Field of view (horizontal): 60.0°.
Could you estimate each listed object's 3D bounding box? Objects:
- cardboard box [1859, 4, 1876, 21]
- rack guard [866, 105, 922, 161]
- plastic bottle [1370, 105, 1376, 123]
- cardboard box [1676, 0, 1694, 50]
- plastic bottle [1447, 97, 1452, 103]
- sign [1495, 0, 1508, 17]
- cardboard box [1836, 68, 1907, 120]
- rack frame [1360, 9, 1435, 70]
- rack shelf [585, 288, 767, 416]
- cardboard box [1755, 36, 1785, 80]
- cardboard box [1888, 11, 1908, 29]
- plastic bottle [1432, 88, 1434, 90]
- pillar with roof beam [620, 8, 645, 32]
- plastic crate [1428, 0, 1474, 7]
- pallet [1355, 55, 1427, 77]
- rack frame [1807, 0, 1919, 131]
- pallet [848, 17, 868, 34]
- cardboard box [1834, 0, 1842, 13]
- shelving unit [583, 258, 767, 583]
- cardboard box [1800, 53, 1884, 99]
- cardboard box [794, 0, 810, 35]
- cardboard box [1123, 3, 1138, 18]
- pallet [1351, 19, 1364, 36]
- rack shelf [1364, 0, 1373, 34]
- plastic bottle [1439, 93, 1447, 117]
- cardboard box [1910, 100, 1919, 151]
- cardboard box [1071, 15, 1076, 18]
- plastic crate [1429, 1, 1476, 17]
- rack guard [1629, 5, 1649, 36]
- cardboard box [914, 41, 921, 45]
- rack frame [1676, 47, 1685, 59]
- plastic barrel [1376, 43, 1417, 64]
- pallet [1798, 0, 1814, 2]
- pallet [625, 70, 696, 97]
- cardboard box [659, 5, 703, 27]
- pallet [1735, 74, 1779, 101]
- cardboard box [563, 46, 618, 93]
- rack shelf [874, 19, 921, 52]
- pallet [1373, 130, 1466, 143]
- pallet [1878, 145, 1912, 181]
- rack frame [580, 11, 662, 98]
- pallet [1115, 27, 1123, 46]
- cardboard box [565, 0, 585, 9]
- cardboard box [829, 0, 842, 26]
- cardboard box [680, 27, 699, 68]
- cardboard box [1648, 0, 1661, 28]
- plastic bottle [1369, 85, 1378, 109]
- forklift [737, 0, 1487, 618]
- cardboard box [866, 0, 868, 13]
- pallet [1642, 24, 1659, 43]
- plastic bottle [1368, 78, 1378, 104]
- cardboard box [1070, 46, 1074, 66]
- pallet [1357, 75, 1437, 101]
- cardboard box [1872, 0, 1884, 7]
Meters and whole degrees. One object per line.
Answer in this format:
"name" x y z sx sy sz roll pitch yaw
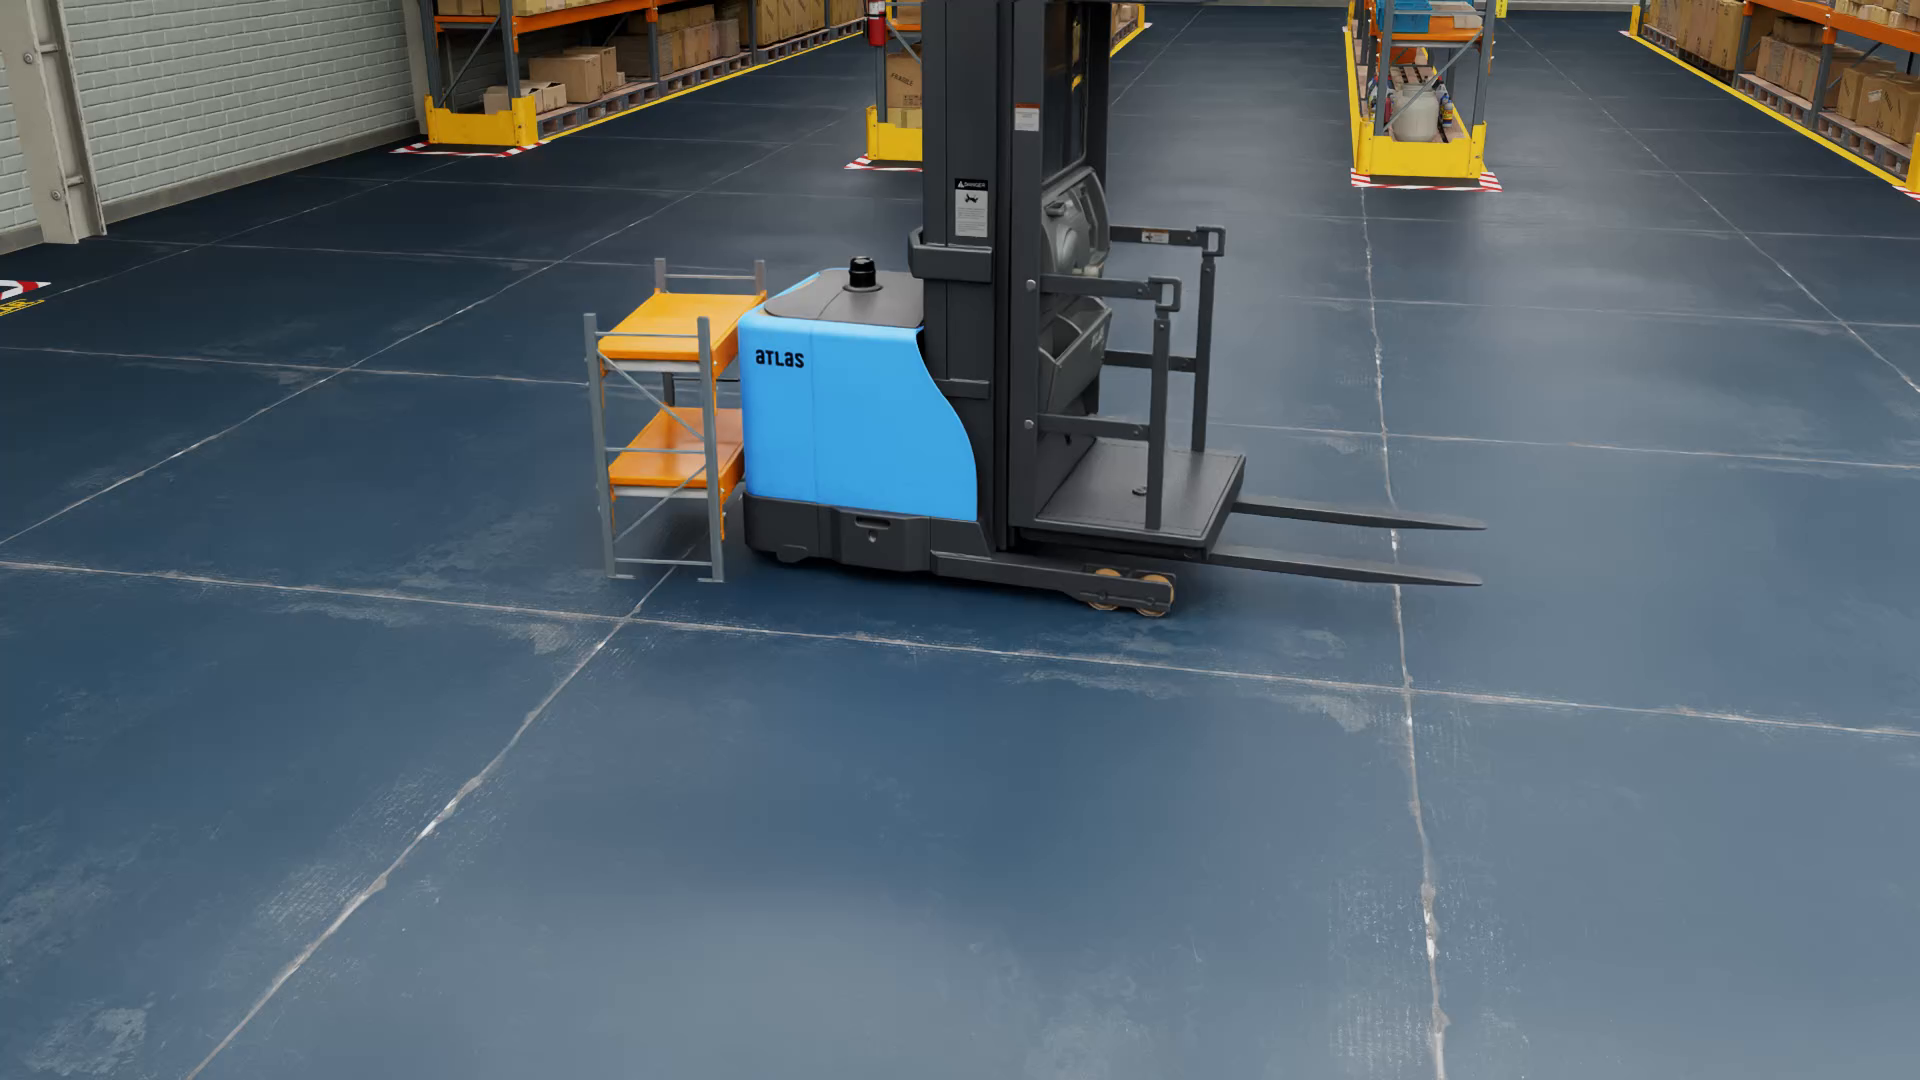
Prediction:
"cardboard box" 9.603 -5.488 17.302 0.380 0.149 0.250 4 22 11
"rack guard" -0.356 -4.150 16.989 1.175 0.500 0.348 4 22 11
"plastic bottle" 4.442 -4.551 17.795 0.097 0.201 0.097 0 22 0
"cardboard box" 11.683 -7.924 25.296 1.225 0.875 0.875 5 22 11
"plastic bottle" 5.236 -4.604 17.818 0.061 0.283 0.133 5 22 12
"sign" 5.035 -5.024 15.444 0.100 0.325 0.005 4 22 11
"cardboard box" 10.041 -4.917 18.331 0.500 0.500 0.500 4 22 9
"rack frame" 6.129 -7.865 22.868 1.000 3.000 0.127 4 22 11
"rack shelf" -1.178 -0.819 7.097 0.538 0.278 1.000 2 22 6
"cardboard box" 10.861 -6.286 21.703 0.700 0.500 0.500 3 22 8
"cardboard box" 9.405 -5.122 16.393 0.380 0.149 0.250 4 22 11
"plastic bottle" 5.253 -4.899 18.550 0.061 0.283 0.133 4 22 11
"pillar with roof beam" -0.467 -10.666 21.791 9.100 9.000 0.400 4 22 11
"plastic crate" 5.353 -5.908 18.207 0.499 0.251 0.616 4 22 11
"pallet" 6.249 -6.863 24.113 1.003 0.211 1.213 4 22 11
"rack frame" 10.162 -6.025 18.298 1.000 3.000 0.127 4 22 11
"pallet" -2.275 -9.510 30.683 1.003 0.211 1.213 4 22 11
"cardboard box" 9.824 -5.853 18.207 0.380 0.149 0.250 4 22 11
"shelving unit" -1.178 -0.548 7.206 0.538 1.125 1.048 2 22 6
"cardboard box" 10.424 -5.465 19.666 0.700 0.500 0.500 4 22 11
"cardboard box" -2.937 -8.708 27.276 0.750 0.750 0.750 5 23 13
"cardboard box" 3.044 -9.997 30.918 0.500 0.500 0.500 4 22 11
"pallet" 7.555 -9.199 29.912 1.003 0.211 1.213 4 22 11
"rack shelf" 5.721 -6.800 21.186 1.077 0.370 4.000 4 22 11
"plastic bottle" 5.304 -4.753 18.204 0.097 0.271 0.097 0 22 0
"cardboard box" 9.578 -4.046 16.168 0.500 0.500 0.500 11 24 25
"cardboard box" 1.755 -7.626 25.029 0.500 0.500 0.500 4 22 9
"plastic crate" 5.230 -5.667 17.762 0.530 0.136 0.437 4 22 11
"rack guard" 12.615 -9.263 29.684 1.175 0.500 0.348 4 22 11
"cardboard box" -0.240 -5.354 18.747 0.500 0.500 0.500 4 22 11
"rack frame" 11.794 -8.951 25.563 1.000 3.000 0.127 4 22 11
"plastic barrel" 6.212 -7.234 23.642 0.600 0.830 0.708 4 22 11
"pallet" 10.614 -6.672 20.161 1.003 0.211 1.213 4 22 11
"pallet" -4.228 -6.149 22.339 1.003 0.211 1.213 4 22 11
"cardboard box" -3.943 -7.354 23.350 0.500 0.250 0.500 4 22 11
"pallet" 10.817 -5.909 21.742 1.003 0.211 1.213 4 22 11
"cardboard box" -4.558 -5.820 20.546 0.500 0.500 0.500 3 22 7
"rack shelf" 0.057 -5.716 18.495 1.077 0.370 4.000 4 22 11
"pallet" 4.637 -3.974 16.939 1.003 0.211 1.213 4 22 11
"pallet" 9.562 -3.591 15.987 1.003 0.211 1.213 4 22 11
"rack frame" -4.386 -7.158 21.111 1.000 3.000 0.127 4 22 11
"pallet" 2.238 -8.665 28.586 1.003 0.211 1.213 4 22 11
"cardboard box" -4.590 -6.166 18.822 0.500 0.250 0.500 4 22 10
"cardboard box" -2.500 -9.384 29.424 0.700 0.500 0.500 5 22 12
"cardboard box" -4.052 -6.849 23.102 0.700 0.500 0.500 5 22 12
"cardboard box" 12.558 -9.383 28.917 0.875 0.875 0.875 4 22 11
"plastic bottle" 4.579 -4.822 18.268 0.144 0.351 0.185 5 23 13
"forklift" 0.652 -1.275 6.596 3.031 2.935 1.130 7 23 16
"cardboard box" -2.084 -10.135 31.287 0.700 0.500 0.500 4 22 11
"pallet" 12.524 -8.822 28.975 1.003 0.211 1.213 4 22 11
"plastic bottle" 4.704 -5.045 18.823 0.144 0.351 0.185 4 22 9
"cardboard box" 1.311 -6.764 23.252 0.500 0.250 0.500 4 22 10
"pallet" 5.682 -5.847 21.588 1.003 0.211 1.213 4 22 11
"cardboard box" 9.870 -5.679 16.907 0.875 0.500 0.500 4 22 11
